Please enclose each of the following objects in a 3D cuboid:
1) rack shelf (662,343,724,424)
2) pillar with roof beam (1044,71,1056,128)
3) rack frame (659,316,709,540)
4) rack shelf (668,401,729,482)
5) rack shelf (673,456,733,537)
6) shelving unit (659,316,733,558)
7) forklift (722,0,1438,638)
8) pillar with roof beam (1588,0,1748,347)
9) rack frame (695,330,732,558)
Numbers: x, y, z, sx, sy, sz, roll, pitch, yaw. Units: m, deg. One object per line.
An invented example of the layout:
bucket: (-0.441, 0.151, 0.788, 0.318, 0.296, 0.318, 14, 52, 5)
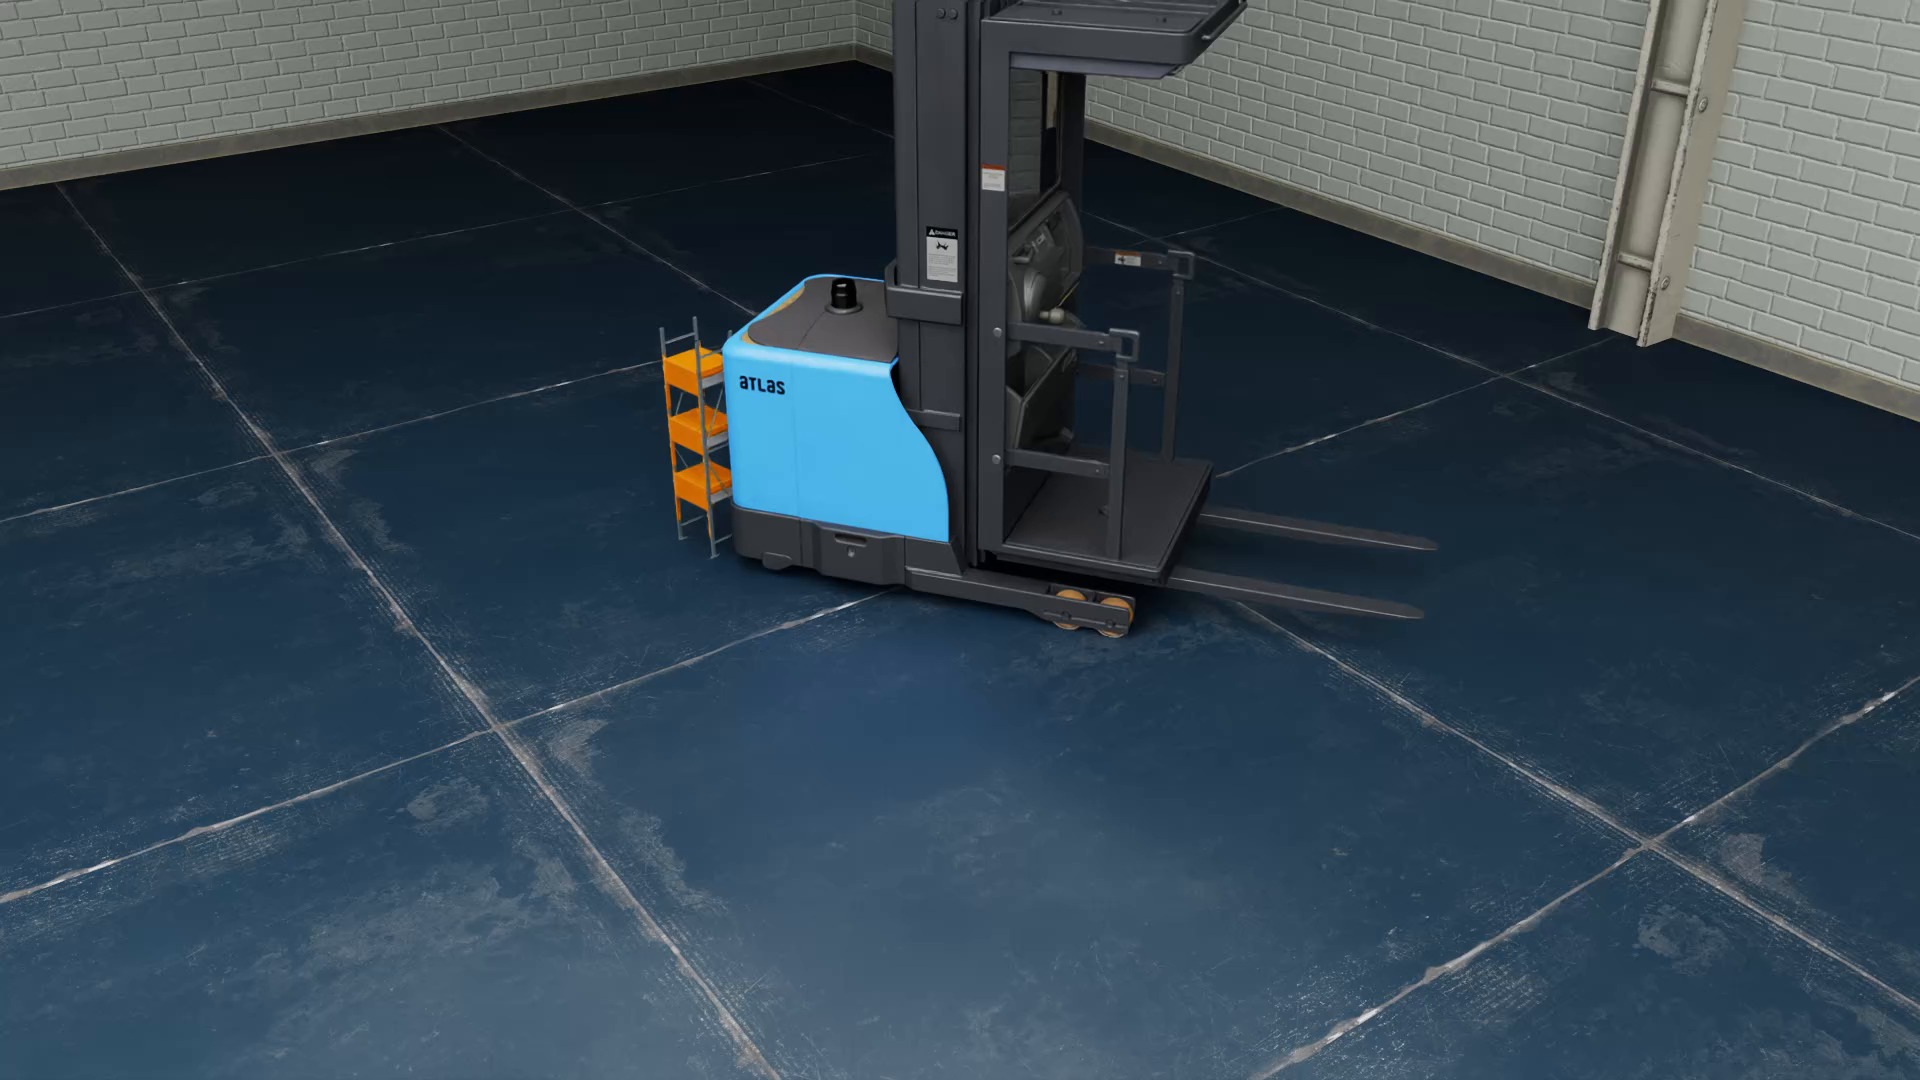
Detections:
rack shelf: (-1.151, -0.695, 7.357, 0.240, 0.259, 0.215, 24, 37, 37)
pillar with roof beam: (-2.925, -6.357, 10.026, 9.100, 9.000, 0.400, -19, 34, -31)
rack frame: (-1.239, -0.495, 7.561, 0.008, 1.050, 0.200, 24, 37, 37)
rack shelf: (-1.151, -0.445, 7.492, 0.240, 0.259, 0.215, 24, 37, 37)
rack shelf: (-1.151, -0.201, 7.625, 0.240, 0.259, 0.215, 24, 37, 37)
shelving unit: (-1.151, -0.455, 7.487, 0.252, 1.050, 0.215, 24, 37, 37)
forklift: (0.545, -1.163, 6.820, 3.031, 2.935, 1.130, 9, 30, 17)
pillar with roof beam: (0.556, -4.024, 5.731, 9.100, 9.000, 0.400, -19, 34, -31)
rack frame: (-1.062, -0.414, 7.413, 0.008, 1.050, 0.200, 24, 37, 37)
